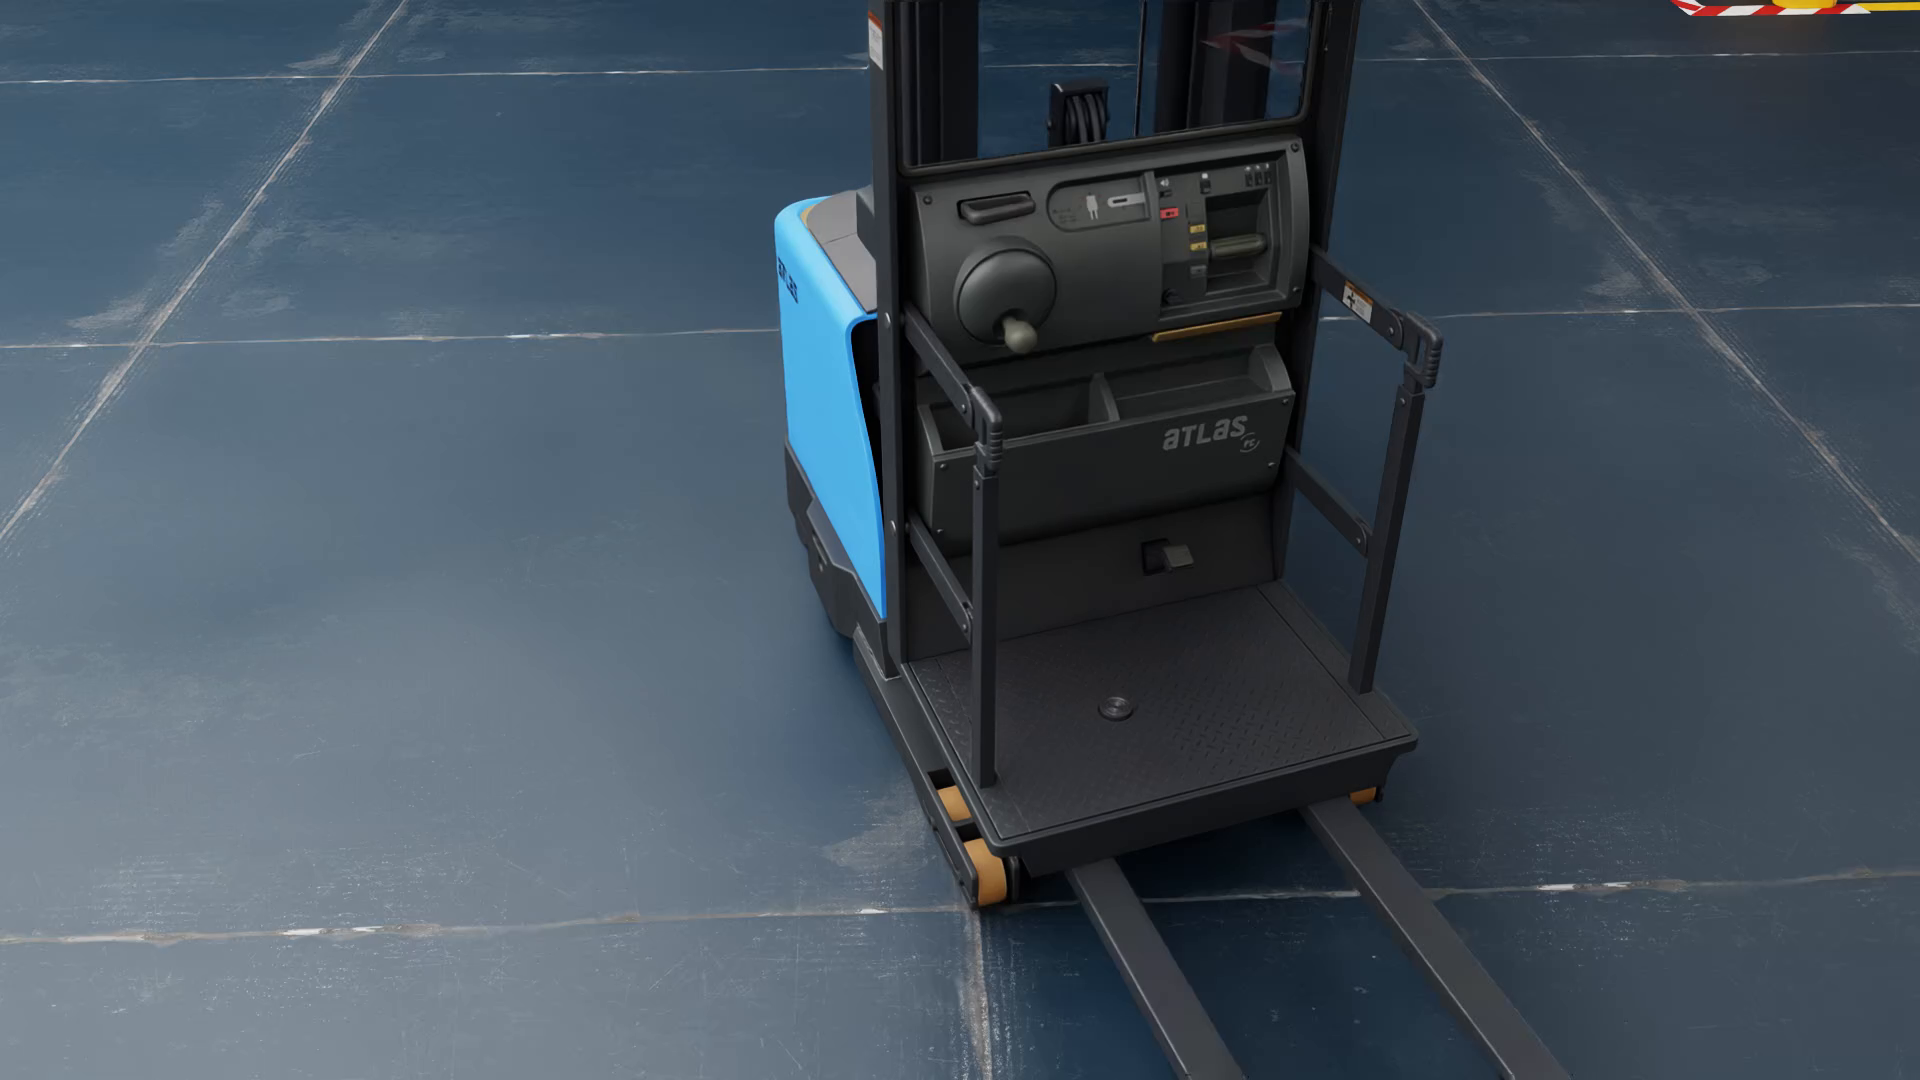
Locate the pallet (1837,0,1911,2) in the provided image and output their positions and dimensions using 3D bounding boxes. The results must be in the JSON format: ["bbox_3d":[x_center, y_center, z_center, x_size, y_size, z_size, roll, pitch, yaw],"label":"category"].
[{"bbox_3d":[5.750,-3.582,10.240,1.213,0.211,1.003,-2,35,-2],"label":"pallet"}]

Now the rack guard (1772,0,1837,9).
[{"bbox_3d":[4.964,-3.656,10.093,0.348,0.500,1.175,-2,35,-2],"label":"rack guard"}]

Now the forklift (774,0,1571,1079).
[{"bbox_3d":[0.427,-0.594,3.533,1.130,2.935,3.031,-11,36,-16],"label":"forklift"}]
